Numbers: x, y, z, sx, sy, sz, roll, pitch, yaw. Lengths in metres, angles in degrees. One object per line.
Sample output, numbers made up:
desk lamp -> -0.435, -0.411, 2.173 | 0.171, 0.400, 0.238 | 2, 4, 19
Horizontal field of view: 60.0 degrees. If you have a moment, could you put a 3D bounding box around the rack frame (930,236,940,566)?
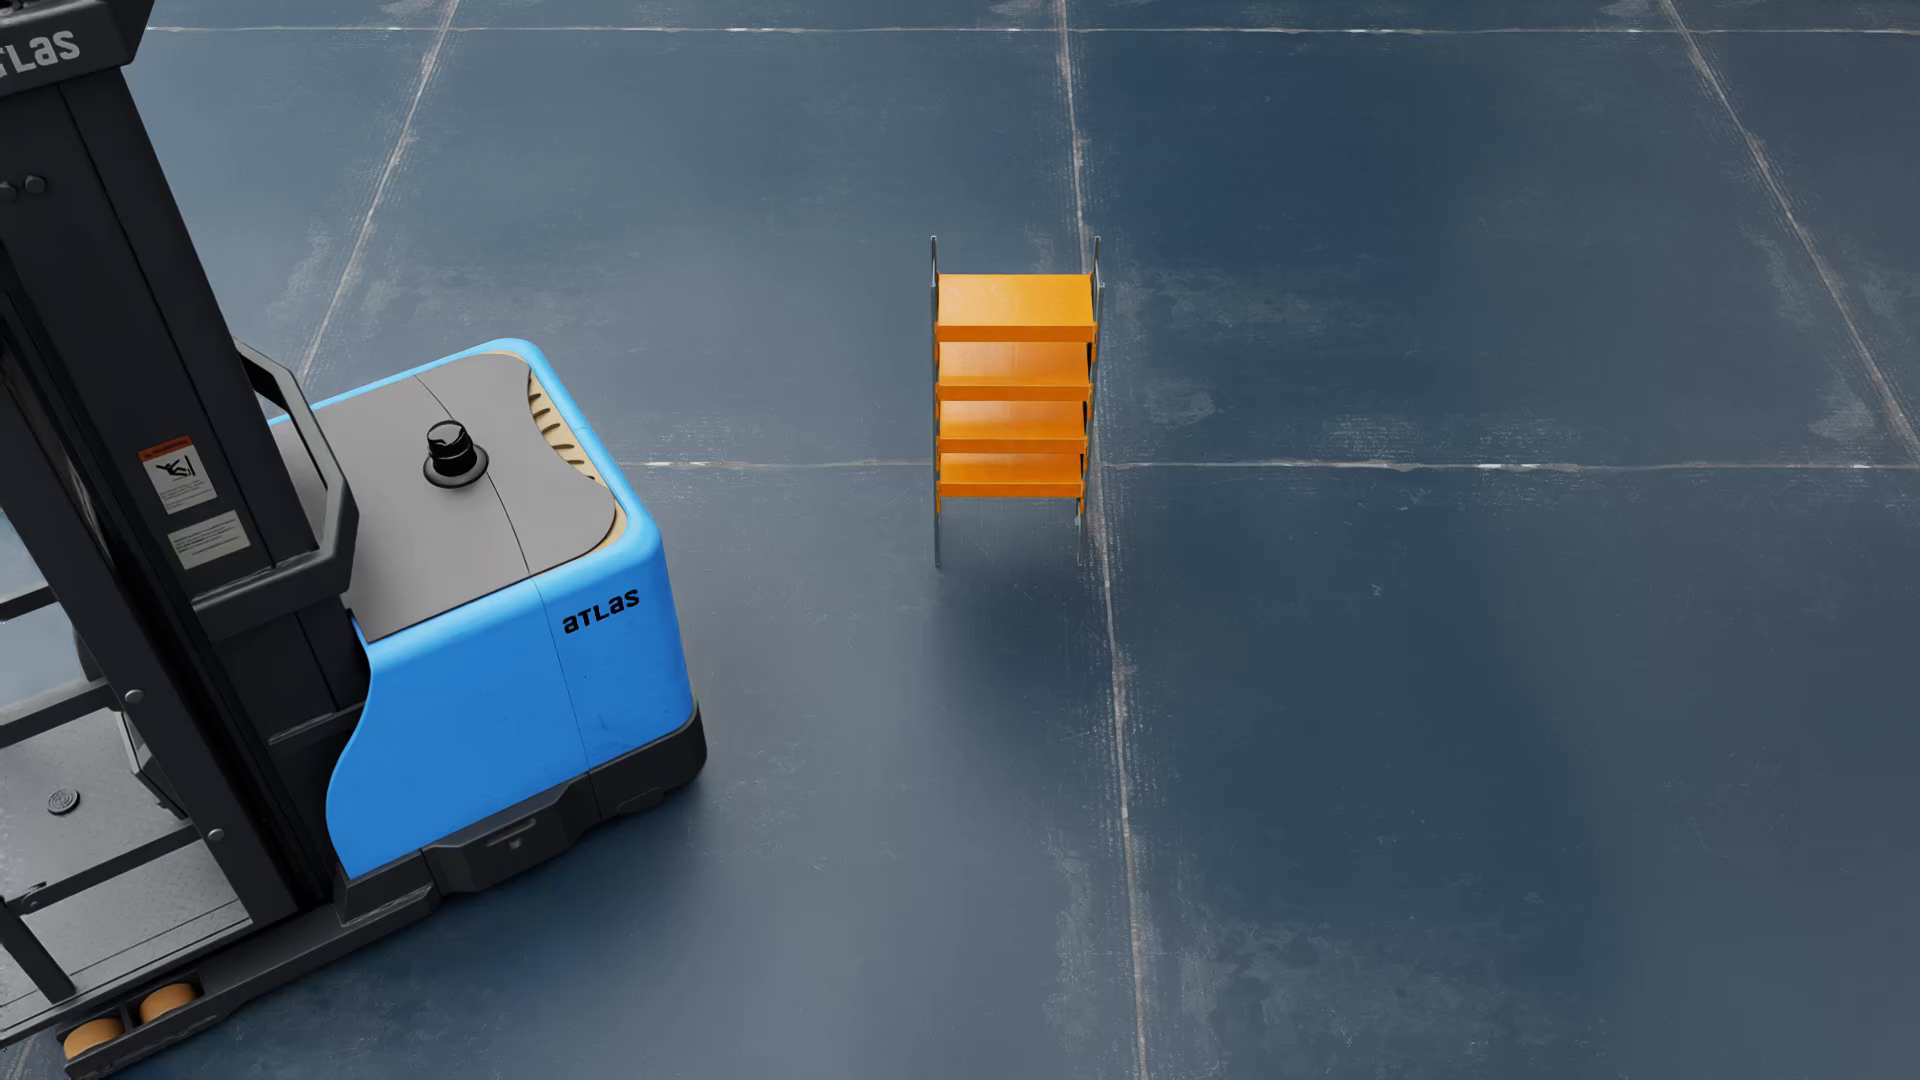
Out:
rack frame -> -0.078, -0.409, 5.311 | 0.015, 1.200, 0.240 | 0, 47, 0

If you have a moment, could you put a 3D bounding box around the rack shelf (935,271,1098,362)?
rack shelf -> 0.166, -0.676, 5.023 | 0.480, 0.148, 0.258 | 0, 47, 0

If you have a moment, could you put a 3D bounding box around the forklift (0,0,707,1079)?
forklift -> -2.293, -0.018, 3.765 | 3.031, 2.935, 1.130 | -24, 52, -21

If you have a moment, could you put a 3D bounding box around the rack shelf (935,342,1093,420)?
rack shelf -> 0.166, -0.515, 5.196 | 0.480, 0.148, 0.258 | 0, 47, 0

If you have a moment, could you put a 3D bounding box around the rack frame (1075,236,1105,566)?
rack frame -> 0.410, -0.408, 5.310 | 0.015, 1.200, 0.240 | 0, 47, 0

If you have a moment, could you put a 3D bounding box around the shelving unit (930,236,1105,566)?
shelving unit -> 0.166, -0.408, 5.310 | 0.503, 1.200, 0.258 | 0, 47, 0

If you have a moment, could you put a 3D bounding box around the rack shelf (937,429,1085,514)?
rack shelf -> 0.166, -0.227, 5.505 | 0.480, 0.148, 0.258 | 0, 47, 0

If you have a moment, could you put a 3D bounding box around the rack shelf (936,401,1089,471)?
rack shelf -> 0.166, -0.363, 5.360 | 0.480, 0.148, 0.258 | 0, 47, 0
